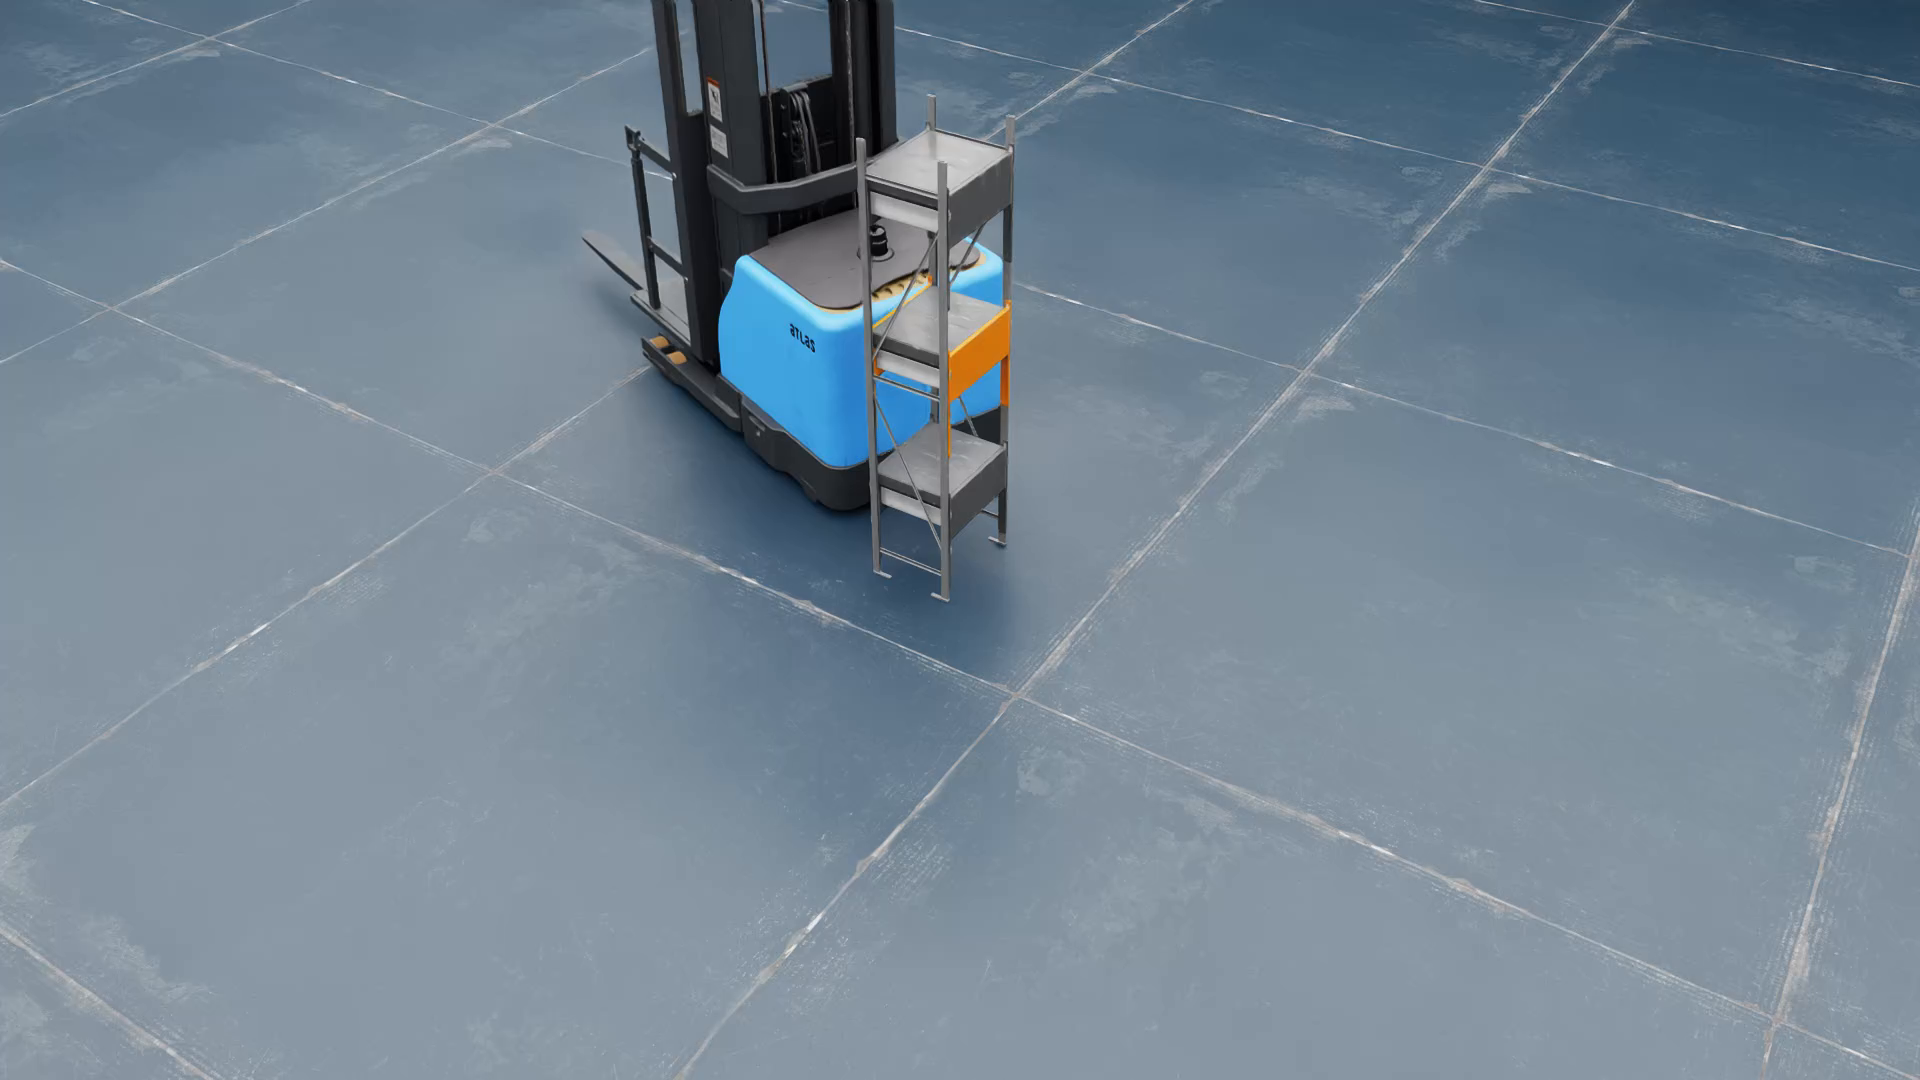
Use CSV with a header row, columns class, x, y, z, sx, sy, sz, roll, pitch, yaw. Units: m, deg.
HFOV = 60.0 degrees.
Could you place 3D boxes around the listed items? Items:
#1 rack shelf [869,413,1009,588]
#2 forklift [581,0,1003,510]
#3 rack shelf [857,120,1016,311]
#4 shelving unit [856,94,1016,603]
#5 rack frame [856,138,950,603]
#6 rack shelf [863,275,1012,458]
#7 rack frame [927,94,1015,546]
class,x,y,z,sx,sy,sz,roll,pitch,yaw
rack shelf,-0.089,-0.181,7.434,0.431,0.518,0.480,21,42,25
forklift,-1.049,-2.151,8.140,1.130,2.935,3.031,-24,44,-28
rack shelf,-0.089,-1.290,6.579,0.431,0.518,0.480,21,42,25
shelving unit,-0.089,-0.746,6.998,0.431,2.100,0.503,21,42,25
rack frame,-0.219,-0.620,6.835,0.400,2.100,0.015,21,42,25
rack shelf,-0.089,-0.735,7.007,0.431,0.518,0.480,21,42,25
rack frame,0.042,-0.872,7.161,0.400,2.100,0.015,21,42,25
